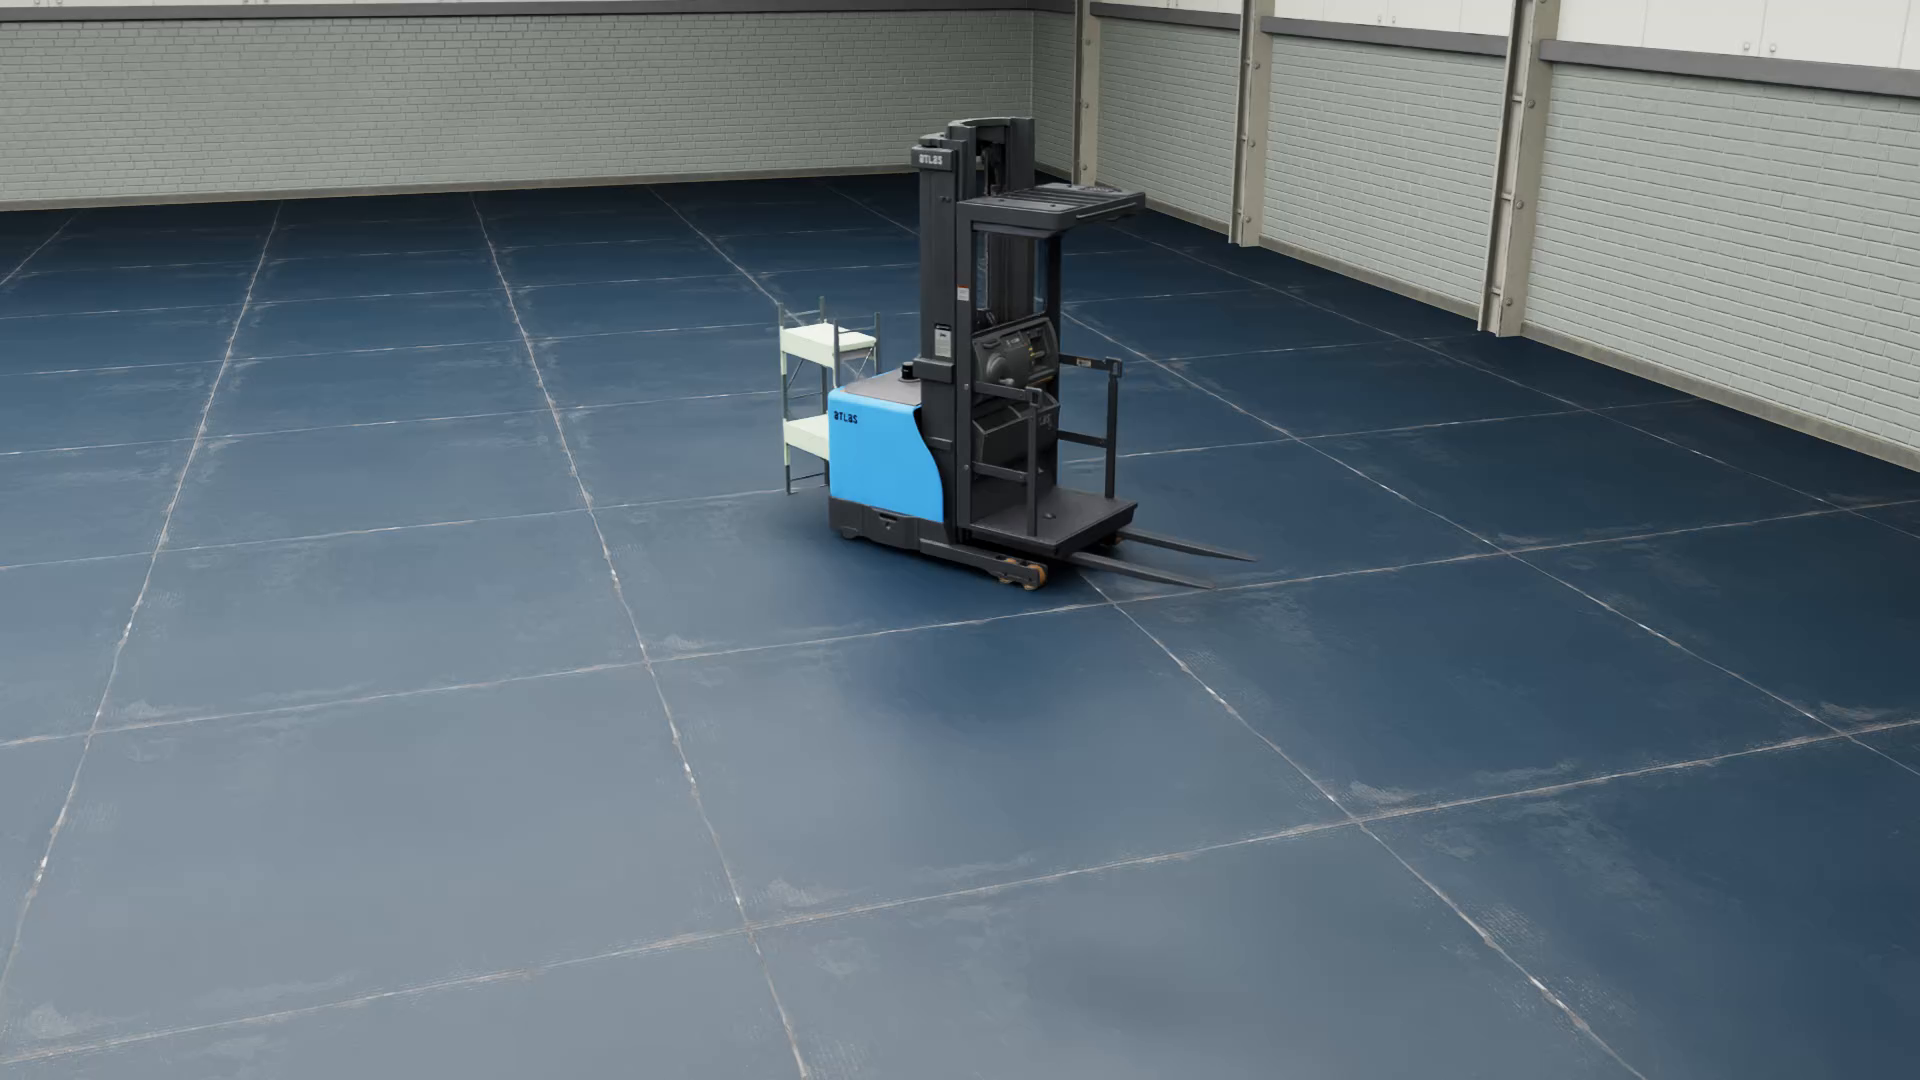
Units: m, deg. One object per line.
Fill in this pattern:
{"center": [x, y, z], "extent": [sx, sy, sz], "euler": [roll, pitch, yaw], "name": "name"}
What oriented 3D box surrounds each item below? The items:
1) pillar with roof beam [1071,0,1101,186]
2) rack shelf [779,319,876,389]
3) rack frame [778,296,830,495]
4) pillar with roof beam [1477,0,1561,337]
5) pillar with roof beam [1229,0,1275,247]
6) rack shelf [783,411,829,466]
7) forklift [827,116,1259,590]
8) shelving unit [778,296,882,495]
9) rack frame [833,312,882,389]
{"center": [-1.931, -9.908, 26.190], "extent": [9.100, 9.000, 0.400], "euler": [-6, 21, -17], "name": "pillar with roof beam"}
{"center": [-0.966, -1.371, 12.361], "extent": [0.431, 0.370, 0.720], "euler": [-15, 24, -35], "name": "rack shelf"}
{"center": [-1.191, -1.101, 12.764], "extent": [0.400, 1.500, 0.023], "euler": [-15, 24, -35], "name": "rack frame"}
{"center": [1.840, -6.057, 15.468], "extent": [9.100, 9.000, 0.400], "euler": [-6, 21, -17], "name": "pillar with roof beam"}
{"center": [-0.046, -7.983, 20.829], "extent": [9.100, 9.000, 0.400], "euler": [-6, 21, -17], "name": "pillar with roof beam"}
{"center": [-0.966, -0.697, 12.603], "extent": [0.431, 0.370, 0.720], "euler": [-15, 24, -35], "name": "rack shelf"}
{"center": [0.546, -1.254, 11.073], "extent": [3.031, 2.935, 1.130], "euler": [14, 24, 33], "name": "forklift"}
{"center": [-0.966, -1.004, 12.493], "extent": [0.431, 1.500, 0.755], "euler": [-15, 24, -35], "name": "shelving unit"}
{"center": [-0.741, -0.906, 12.221], "extent": [0.400, 1.500, 0.023], "euler": [-15, 24, -35], "name": "rack frame"}
